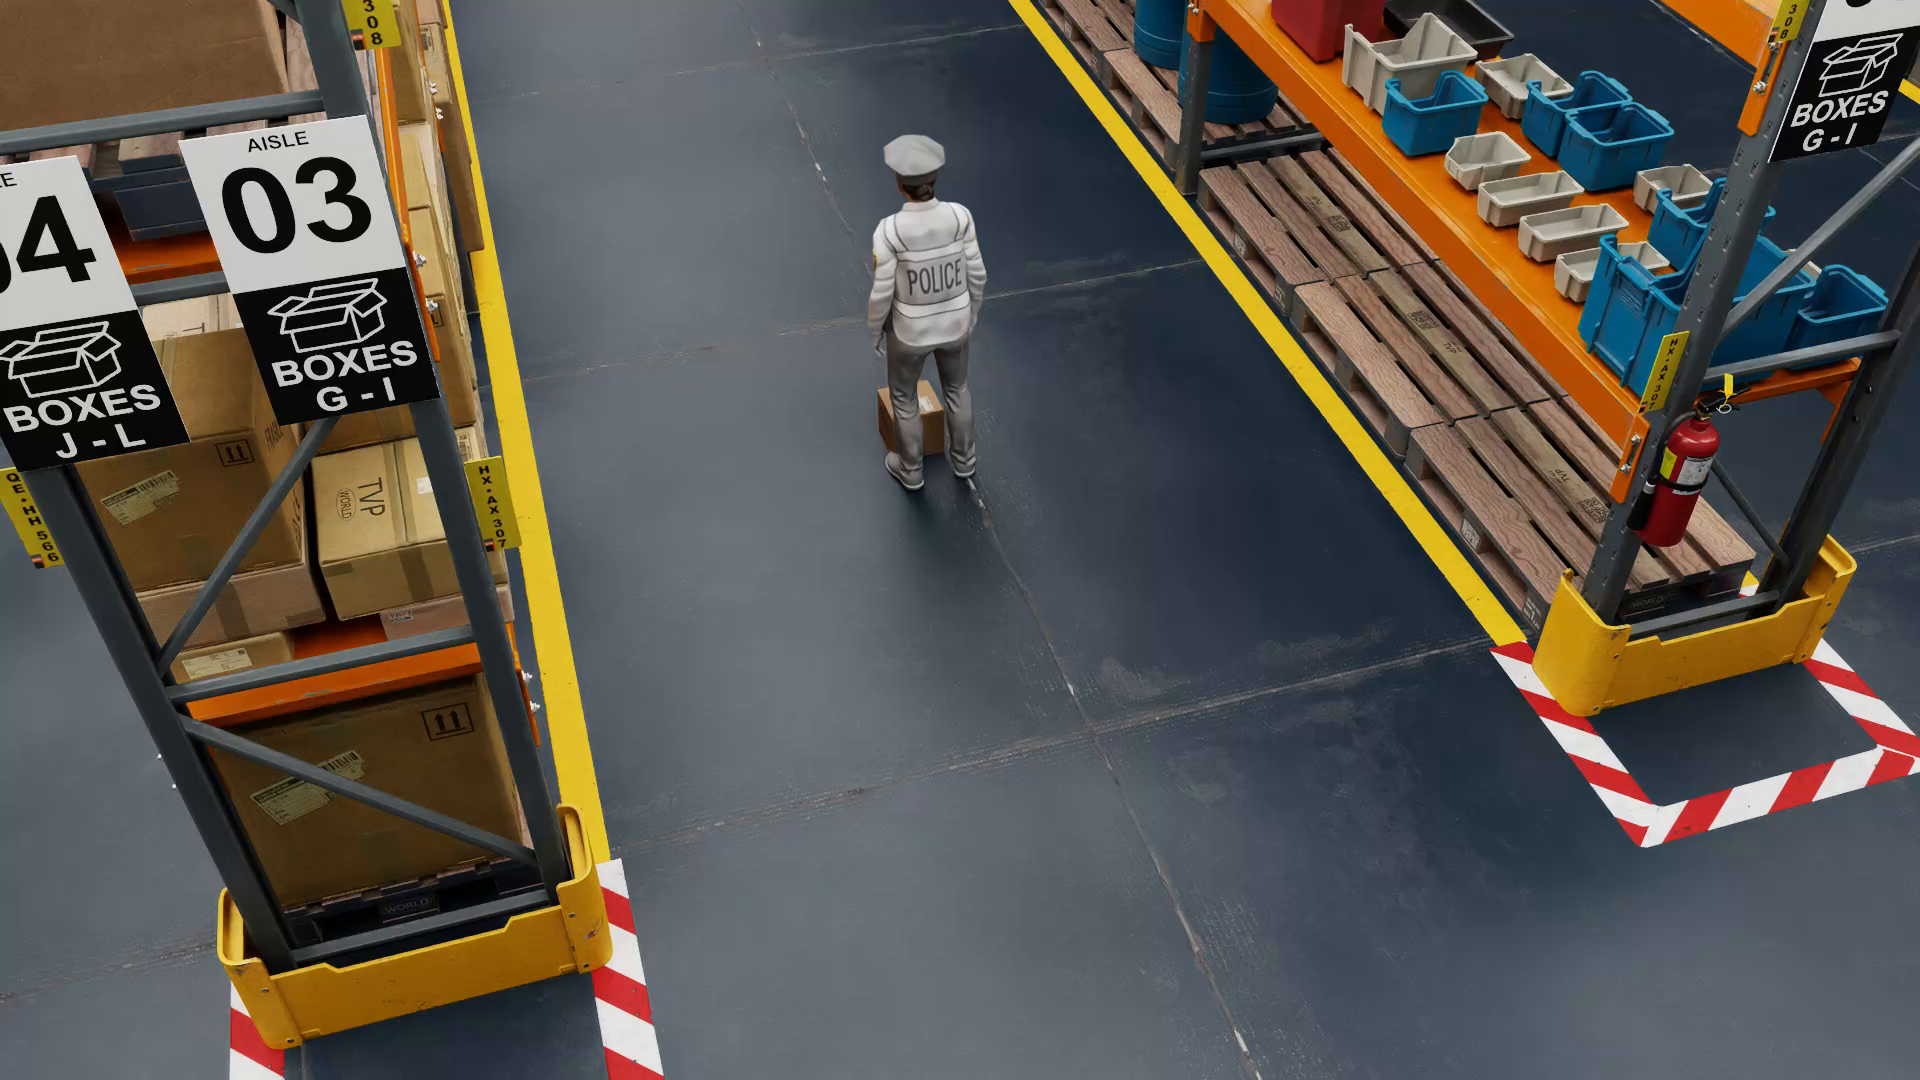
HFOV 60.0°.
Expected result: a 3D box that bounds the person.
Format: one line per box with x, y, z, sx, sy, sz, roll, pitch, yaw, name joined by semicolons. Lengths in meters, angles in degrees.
-0.147;-0.925;7.168;0.518;1.663;0.368;-13;44;-14;person
